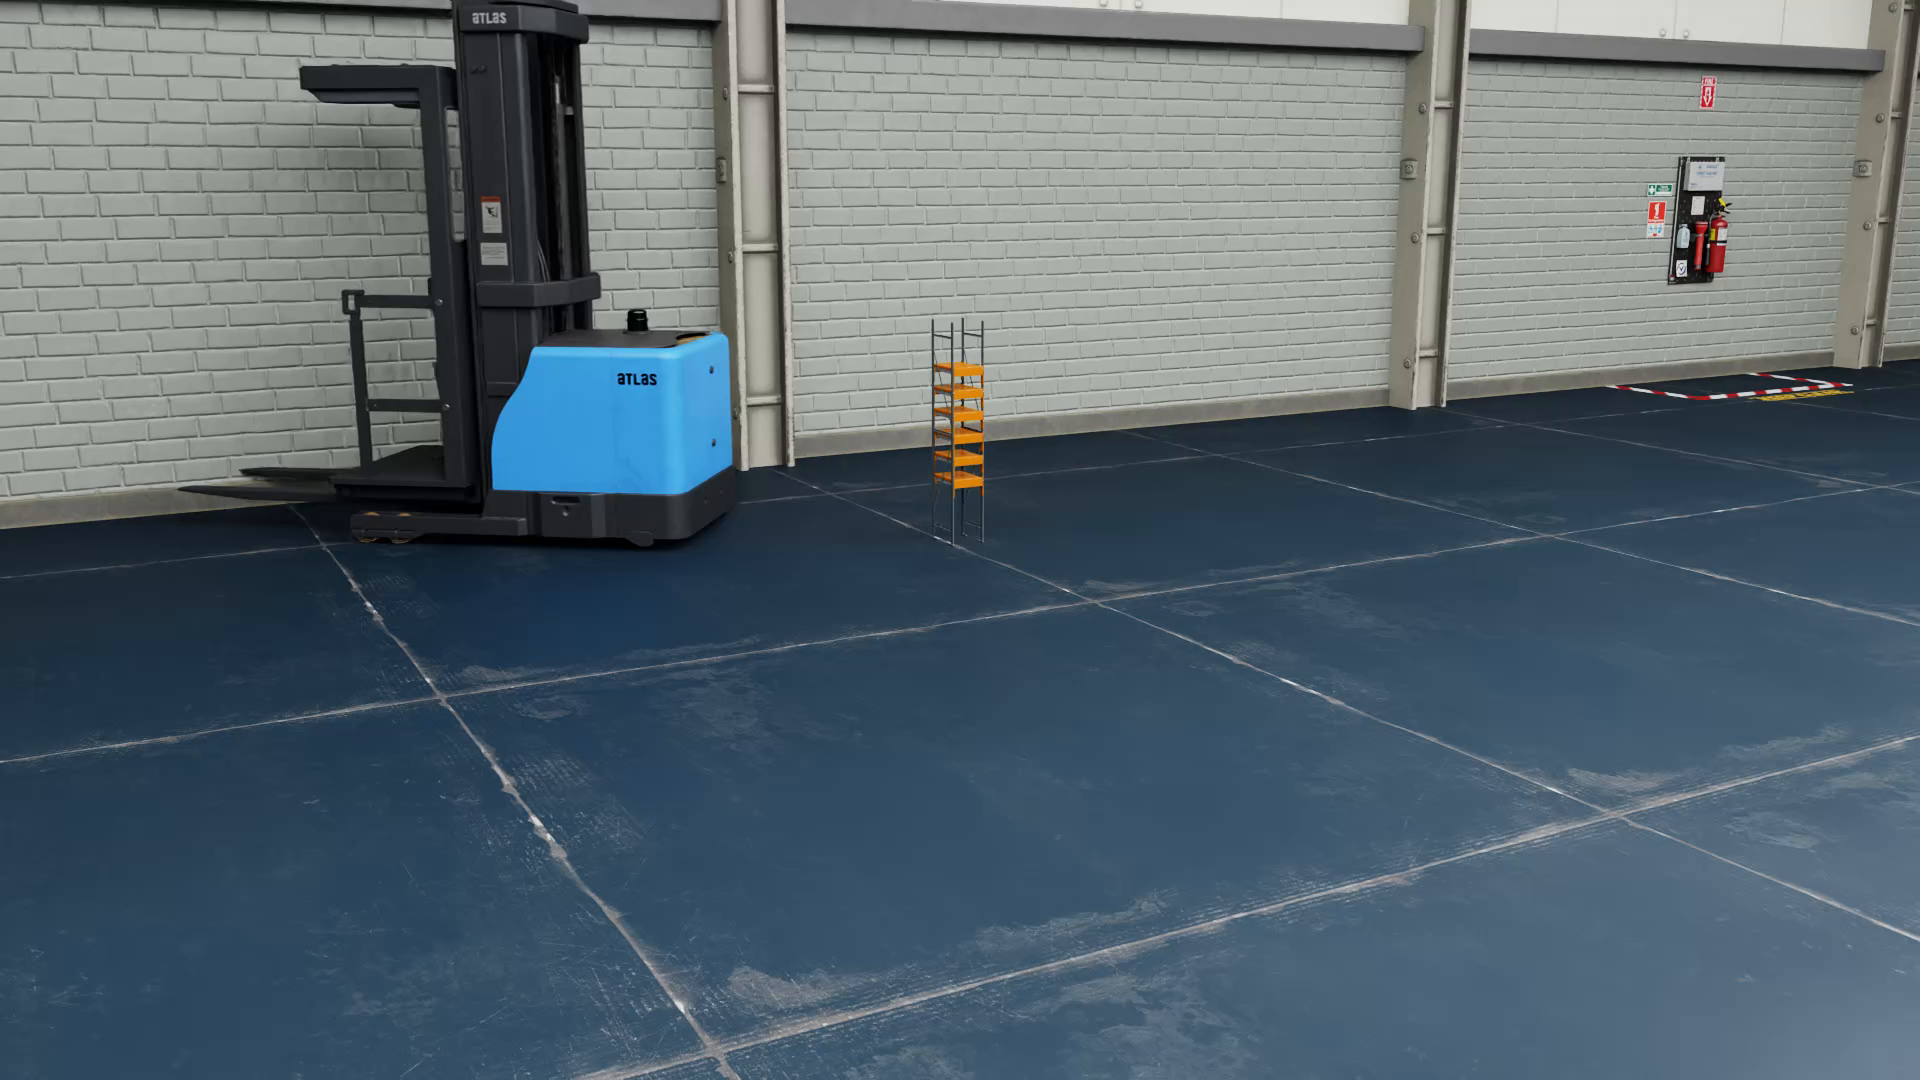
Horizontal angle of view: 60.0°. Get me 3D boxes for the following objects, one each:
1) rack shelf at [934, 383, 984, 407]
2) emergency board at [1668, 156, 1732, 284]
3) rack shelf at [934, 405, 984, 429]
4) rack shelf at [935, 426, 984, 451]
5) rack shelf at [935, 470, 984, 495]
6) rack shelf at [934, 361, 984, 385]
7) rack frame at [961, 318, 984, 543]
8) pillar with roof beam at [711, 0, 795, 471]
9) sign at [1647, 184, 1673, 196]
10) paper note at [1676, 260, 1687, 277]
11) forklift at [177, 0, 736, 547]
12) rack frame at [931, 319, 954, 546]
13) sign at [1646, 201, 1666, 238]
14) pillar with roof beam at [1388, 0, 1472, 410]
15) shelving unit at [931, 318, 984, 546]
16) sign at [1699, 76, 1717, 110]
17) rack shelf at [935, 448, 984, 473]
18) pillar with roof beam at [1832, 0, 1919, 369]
[{"bbox_3d":[-0.013,-0.775,8.928,0.180,0.103,0.258,-7,14,-28],"label":"rack shelf"},{"bbox_3d":[6.975,-2.988,15.554,0.643,1.169,0.194,-7,14,-28],"label":"emergency board"},{"bbox_3d":[-0.013,-0.658,8.954,0.180,0.103,0.258,-7,14,-28],"label":"rack shelf"},{"bbox_3d":[-0.013,-0.540,8.980,0.180,0.103,0.258,-7,14,-28],"label":"rack shelf"},{"bbox_3d":[-0.013,-0.306,9.033,0.180,0.103,0.258,-7,14,-28],"label":"rack shelf"},{"bbox_3d":[-0.013,-0.892,8.901,0.180,0.103,0.258,-7,14,-28],"label":"rack shelf"},{"bbox_3d":[0.068,-0.593,9.013,0.006,1.200,0.240,-7,14,-28],"label":"rack frame"},{"bbox_3d":[0.692,-4.075,6.722,0.400,9.000,9.100,-7,14,-28],"label":"pillar with roof beam"},{"bbox_3d":[6.448,-3.224,15.316,0.331,0.109,0.001,-7,14,-28],"label":"sign"},{"bbox_3d":[6.786,-2.553,15.627,0.142,0.148,0.016,-7,14,-28],"label":"paper note"},{"bbox_3d":[-2.867,-1.521,9.192,3.031,2.935,1.130,2,13,8],"label":"forklift"},{"bbox_3d":[-0.093,-0.574,8.928,0.006,1.200,0.240,-7,14,-28],"label":"rack frame"},{"bbox_3d":[6.440,-2.967,15.380,0.234,0.329,0.001,-7,14,-28],"label":"sign"},{"bbox_3d":[5.958,-4.706,9.526,0.400,9.000,9.100,-7,14,-28],"label":"pillar with roof beam"},{"bbox_3d":[-0.013,-0.584,8.971,0.189,1.200,0.258,-7,14,-28],"label":"shelving unit"},{"bbox_3d":[6.920,-4.137,15.381,0.199,0.298,0.001,-7,14,-28],"label":"sign"},{"bbox_3d":[-0.013,-0.423,9.007,0.180,0.103,0.258,-7,14,-28],"label":"rack shelf"},{"bbox_3d":[11.225,-5.338,12.331,0.400,9.000,9.100,-7,14,-28],"label":"pillar with roof beam"}]
